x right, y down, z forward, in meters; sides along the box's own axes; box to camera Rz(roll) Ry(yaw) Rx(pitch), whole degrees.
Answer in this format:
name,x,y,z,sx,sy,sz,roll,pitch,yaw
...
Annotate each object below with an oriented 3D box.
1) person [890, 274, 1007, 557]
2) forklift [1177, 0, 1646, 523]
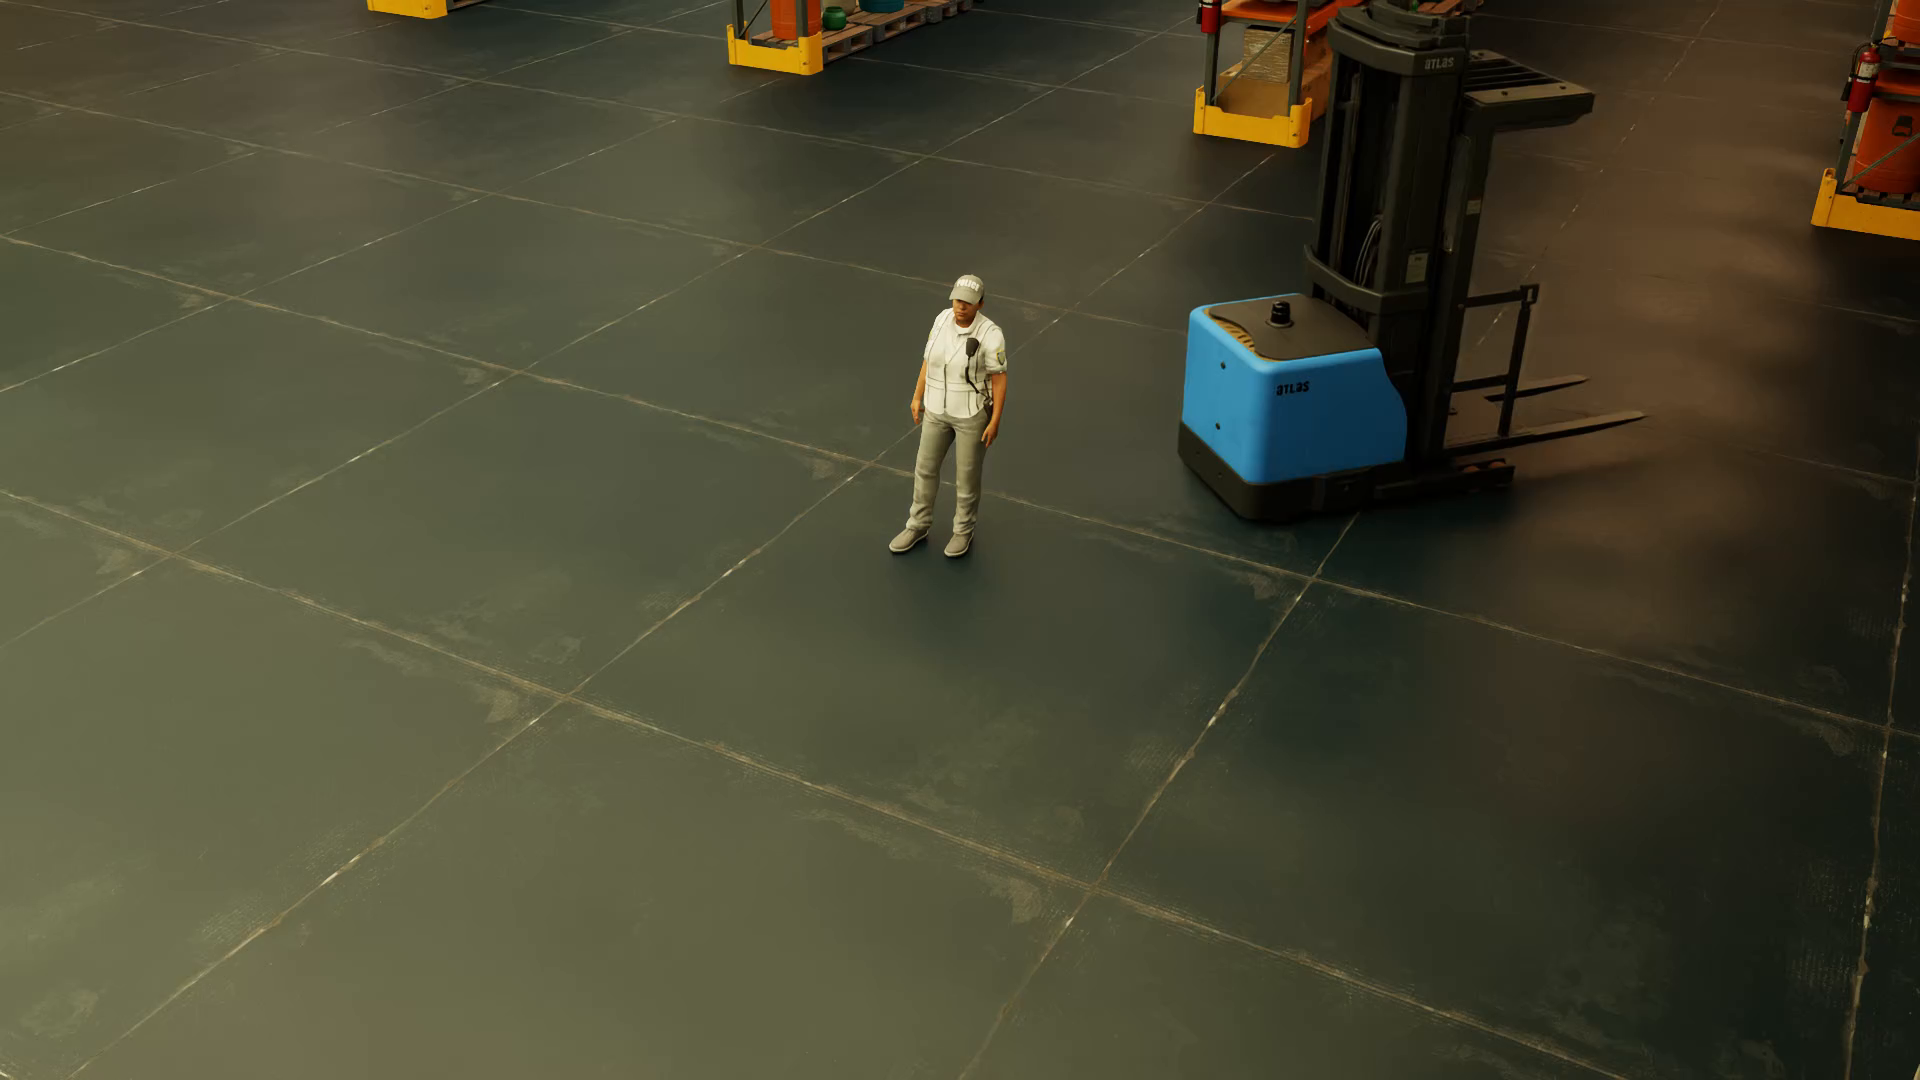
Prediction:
name,x,y,z,sx,sy,sz,roll,pitch,yaw
person,-0.057,-0.701,9.534,0.598,1.670,0.529,15,33,25
forklift,2.992,-1.809,10.204,3.031,2.935,1.130,-10,31,-16
